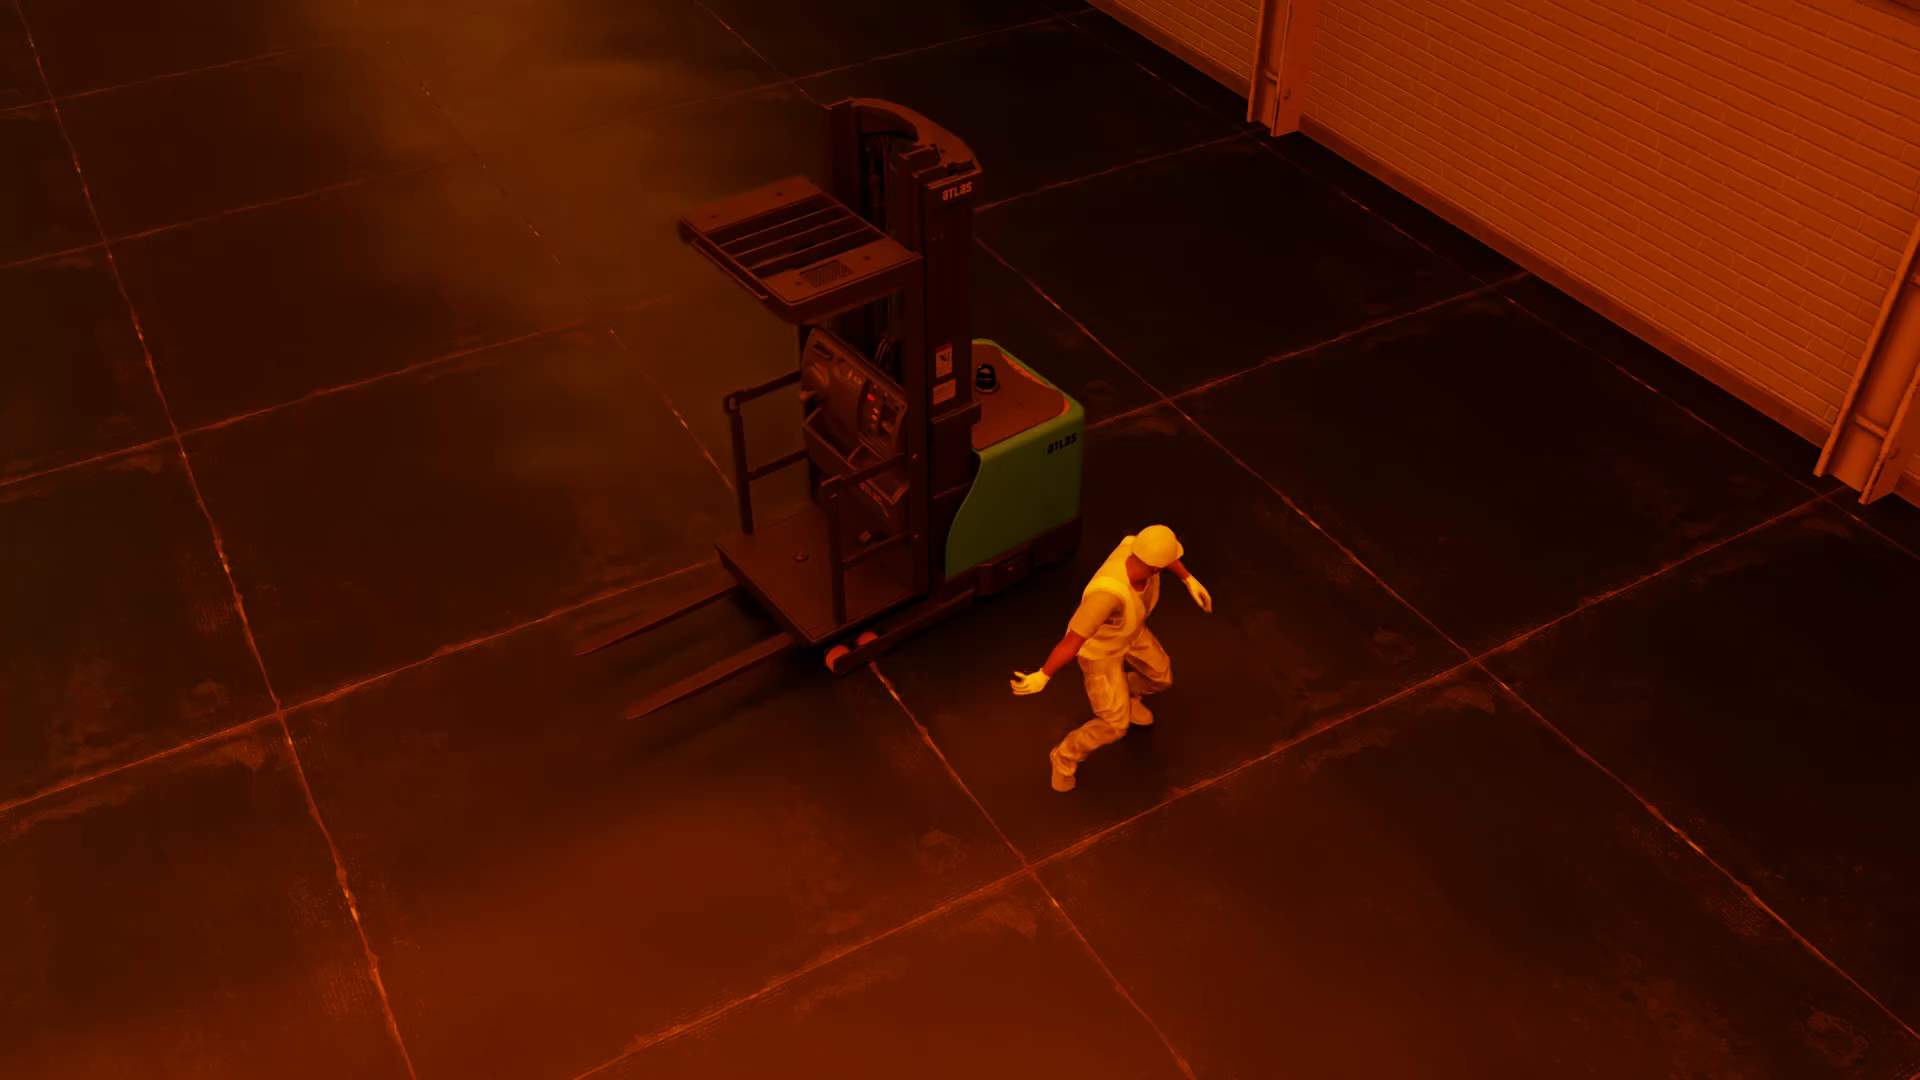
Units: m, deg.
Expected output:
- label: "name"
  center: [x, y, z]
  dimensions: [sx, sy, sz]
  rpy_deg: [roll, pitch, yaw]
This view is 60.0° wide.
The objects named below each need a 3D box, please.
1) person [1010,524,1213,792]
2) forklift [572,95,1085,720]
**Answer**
- label: "person"
  center: [0.781, 0.579, 8.447]
  dimensions: [0.552, 1.692, 1.068]
  rpy_deg: [27, 47, 29]
- label: "forklift"
  center: [-0.747, -0.751, 8.941]
  dimensions: [3.031, 2.935, 1.130]
  rpy_deg: [-25, 46, -27]
